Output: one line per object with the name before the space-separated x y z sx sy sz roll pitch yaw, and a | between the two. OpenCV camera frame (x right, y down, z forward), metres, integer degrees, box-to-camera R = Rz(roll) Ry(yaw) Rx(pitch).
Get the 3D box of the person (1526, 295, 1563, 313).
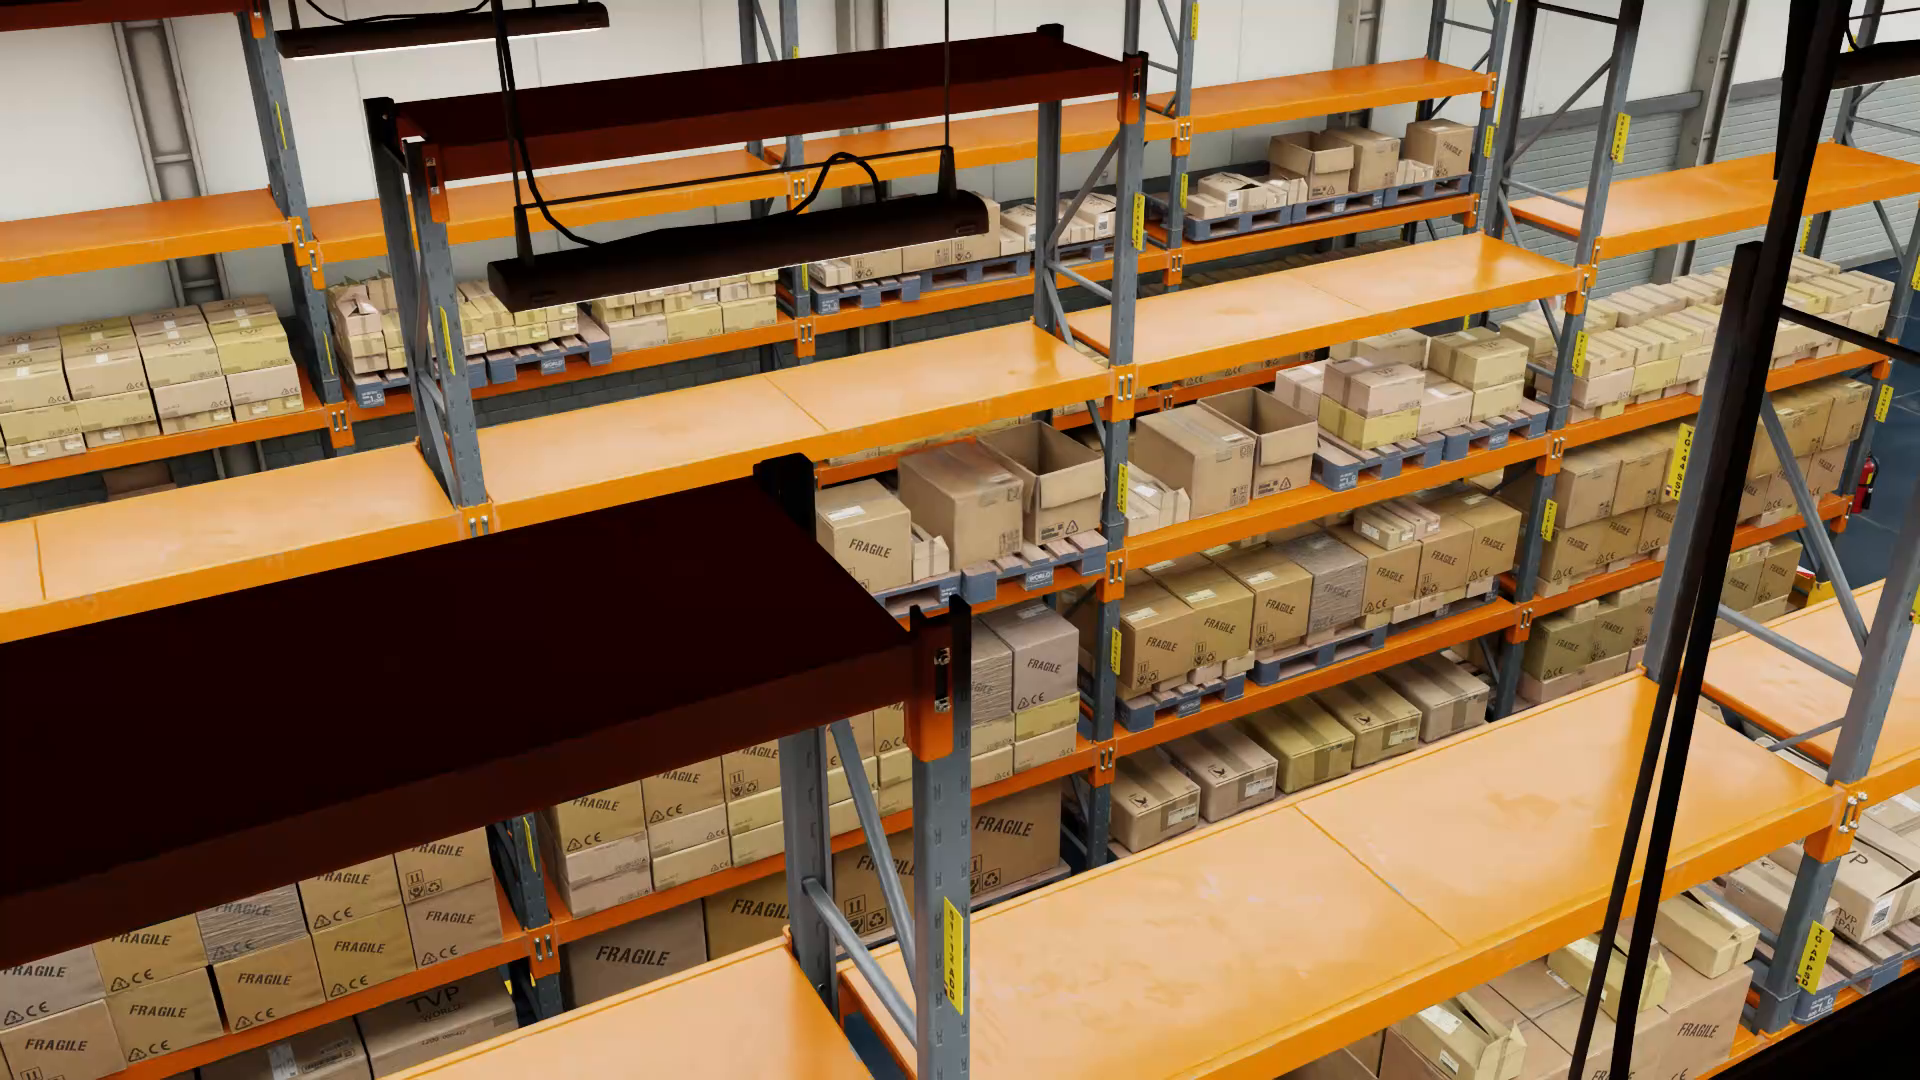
person | 6.811 -2.269 19.347 0.654 1.716 1.072 -20 34 -33
